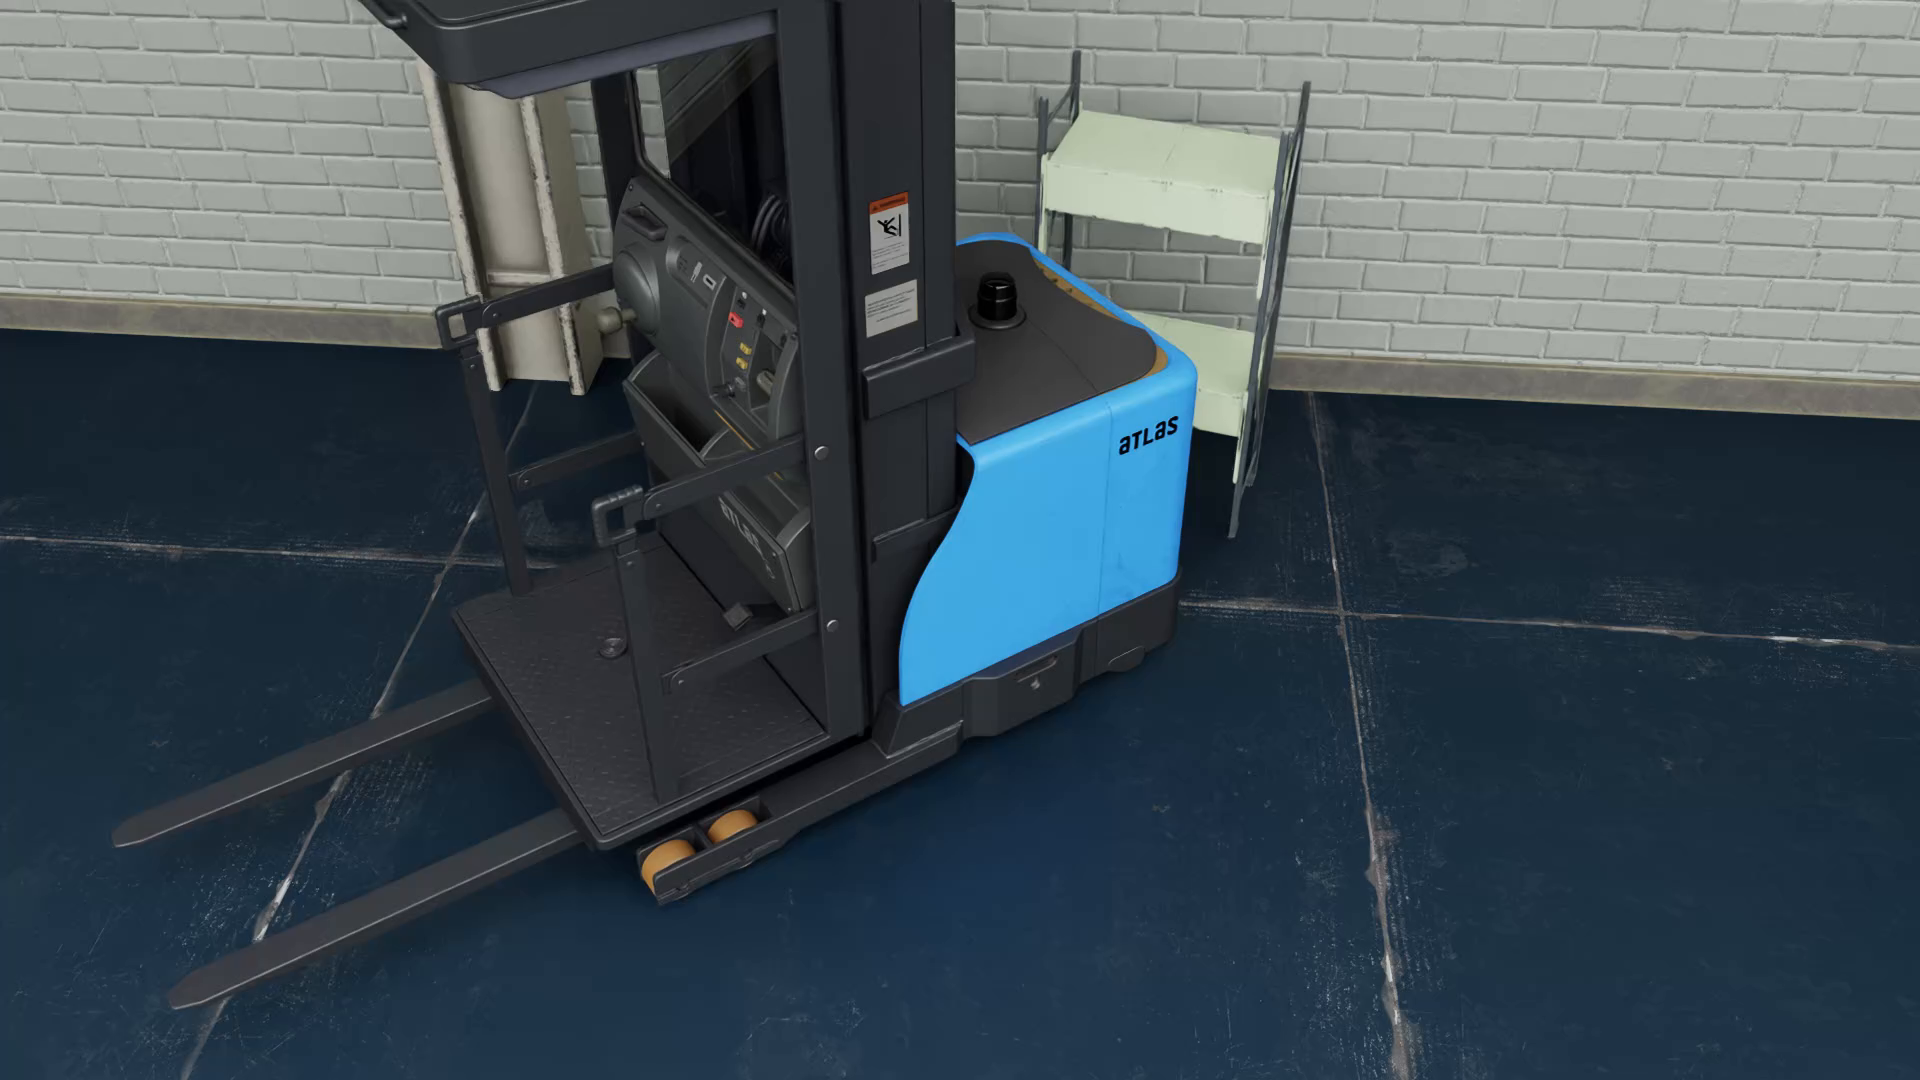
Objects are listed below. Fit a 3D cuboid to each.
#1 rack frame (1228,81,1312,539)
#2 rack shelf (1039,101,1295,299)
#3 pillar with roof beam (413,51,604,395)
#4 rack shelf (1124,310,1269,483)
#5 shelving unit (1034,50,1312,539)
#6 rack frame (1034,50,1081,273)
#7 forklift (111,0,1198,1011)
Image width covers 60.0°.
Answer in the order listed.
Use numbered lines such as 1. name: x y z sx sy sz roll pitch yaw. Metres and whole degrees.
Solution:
1. rack frame: 1.004 -0.708 5.432 0.023 1.500 0.400 12 41 15
2. rack shelf: 0.658 -1.085 5.277 0.720 0.370 0.431 12 41 15
3. pillar with roof beam: -2.005 -1.451 0.404 0.400 9.000 9.100 3 39 4
4. rack shelf: 0.658 -0.530 5.729 0.720 0.370 0.431 12 41 15
5. shelving unit: 0.658 -0.783 5.524 0.755 1.500 0.431 12 41 15
6. rack frame: 0.312 -0.858 5.616 0.023 1.500 0.400 12 41 15
7. forklift: -0.822 -0.536 4.087 3.031 2.935 1.130 -23 44 -25
